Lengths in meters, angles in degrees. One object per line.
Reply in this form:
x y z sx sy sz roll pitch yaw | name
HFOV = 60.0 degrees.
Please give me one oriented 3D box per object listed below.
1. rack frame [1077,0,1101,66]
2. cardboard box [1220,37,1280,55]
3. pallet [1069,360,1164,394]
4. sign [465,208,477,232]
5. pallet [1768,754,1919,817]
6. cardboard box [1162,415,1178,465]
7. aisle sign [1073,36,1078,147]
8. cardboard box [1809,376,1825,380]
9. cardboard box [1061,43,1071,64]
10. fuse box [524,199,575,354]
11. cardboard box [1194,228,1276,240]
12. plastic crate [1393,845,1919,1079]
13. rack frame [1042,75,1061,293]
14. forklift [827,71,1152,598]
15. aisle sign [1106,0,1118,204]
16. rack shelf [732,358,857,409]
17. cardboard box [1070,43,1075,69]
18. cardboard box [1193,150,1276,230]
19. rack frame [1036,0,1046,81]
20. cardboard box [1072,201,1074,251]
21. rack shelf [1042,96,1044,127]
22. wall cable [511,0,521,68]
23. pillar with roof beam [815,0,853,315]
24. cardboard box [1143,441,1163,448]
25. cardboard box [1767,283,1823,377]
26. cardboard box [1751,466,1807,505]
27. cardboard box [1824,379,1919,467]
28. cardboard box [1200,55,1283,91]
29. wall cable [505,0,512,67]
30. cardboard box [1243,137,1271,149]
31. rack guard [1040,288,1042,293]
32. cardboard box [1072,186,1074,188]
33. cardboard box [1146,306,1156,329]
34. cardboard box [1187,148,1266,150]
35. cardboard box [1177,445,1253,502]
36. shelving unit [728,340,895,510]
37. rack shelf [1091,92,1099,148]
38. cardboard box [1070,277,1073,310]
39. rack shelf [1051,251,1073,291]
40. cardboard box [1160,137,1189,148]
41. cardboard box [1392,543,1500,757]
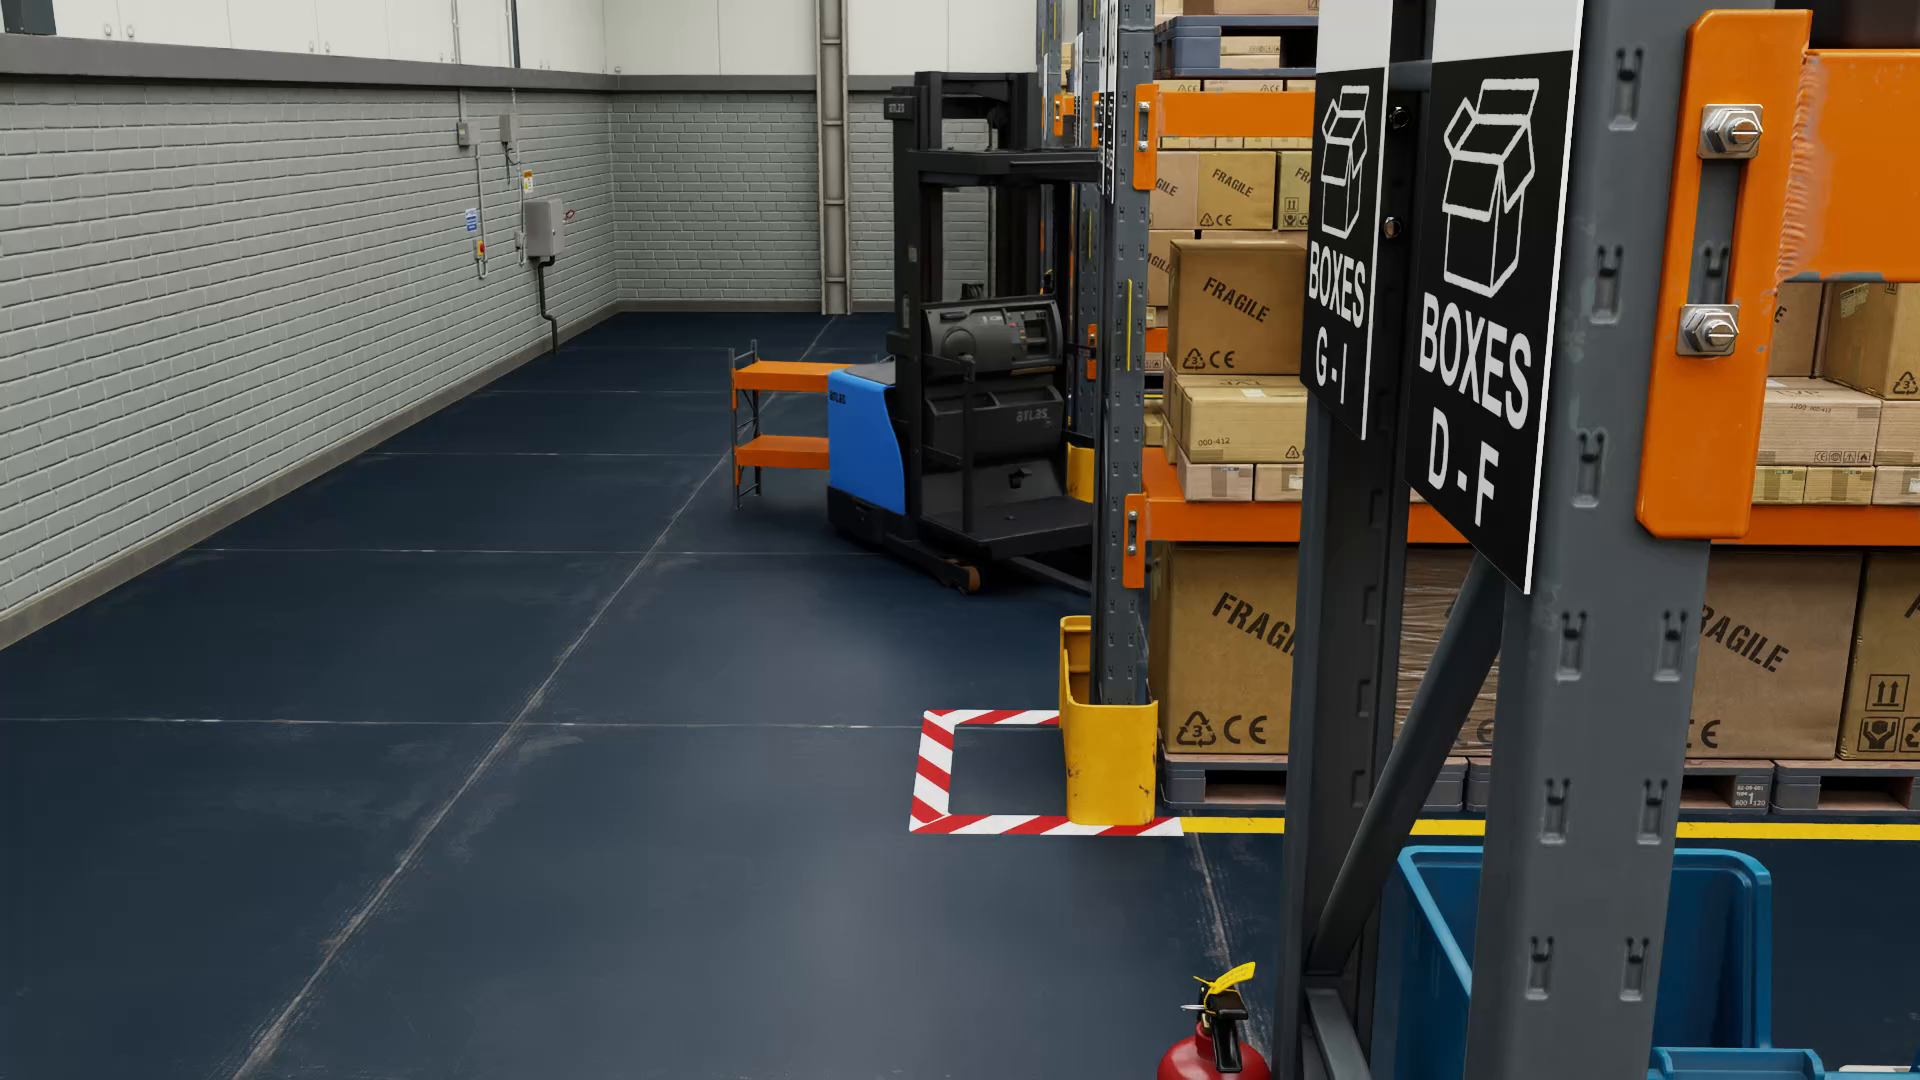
0.866 -4.637 10.774 0.127 3.000 1.000 0 15 1 | rack frame
1.820 -3.283 10.838 0.500 0.250 0.500 0 15 1 | cardboard box
1.693 -1.665 16.738 1.213 0.211 1.003 0 15 1 | pallet
-4.809 -3.148 16.363 0.001 0.218 0.327 0 15 1 | sign
3.879 0.878 7.099 1.213 0.211 1.003 0 15 1 | pallet
1.003 -0.432 7.089 0.250 0.149 0.380 1 15 2 | cardboard box
0.801 -3.070 11.499 0.004 0.787 0.394 0 15 1 | aisle sign
3.677 -0.591 6.912 0.500 0.250 0.500 0 15 1 | cardboard box
1.452 -5.961 20.405 0.500 0.250 0.500 0 15 1 | cardboard box
-4.547 -2.941 18.634 0.414 1.711 0.539 0 15 1 | fuse box
1.843 -1.858 11.222 0.500 0.500 0.500 0 15 2 | cardboard box
0.851 0.700 2.120 0.499 0.435 0.616 0 15 1 | plastic crate
0.891 -2.999 16.326 0.127 3.000 1.000 0 15 1 | rack frame
0.324 -1.238 9.788 1.130 2.935 3.031 -9 17 -31 | forklift
0.559 -1.653 6.128 0.004 0.787 0.394 0 15 1 | aisle sign
-1.020 -1.072 11.552 1.000 0.278 0.538 3 15 12 | rack shelf
1.344 -4.648 15.972 0.500 0.250 0.500 -1 15 -4 | cardboard box
1.813 -2.339 11.087 0.500 0.500 0.500 1 15 3 | cardboard box
1.014 -7.165 20.359 0.127 3.000 1.000 0 15 1 | rack frame
1.380 -3.112 16.558 0.500 0.500 0.500 0 15 2 | cardboard box
3.014 -5.354 20.784 4.000 0.370 1.077 0 15 1 | rack shelf
-4.671 -6.785 18.843 0.133 3.039 2.988 0 15 1 | wall cable
-1.768 -6.315 17.136 0.400 9.000 9.100 0 15 1 | pillar with roof beam
1.383 -0.635 11.550 0.250 0.149 0.380 1 15 4 | cardboard box
3.152 -0.955 6.821 0.500 0.500 0.500 0 15 0 | cardboard box
3.039 -0.251 6.403 0.250 0.149 0.380 0 15 1 | cardboard box
3.671 -0.456 6.397 0.500 0.250 0.500 1 15 3 | cardboard box
1.835 -3.041 10.900 0.500 0.250 0.500 1 15 3 | cardboard box
-4.780 -6.057 16.156 0.029 3.000 2.355 0 15 1 | wall cable
2.788 -3.751 15.748 0.250 0.149 0.380 0 15 0 | cardboard box
1.090 -3.056 21.441 0.348 0.500 1.175 0 15 1 | rack guard
1.481 -4.401 21.351 0.500 0.250 0.500 1 15 3 | cardboard box
1.181 -1.529 11.246 0.250 0.149 0.380 0 15 1 | cardboard box
1.836 -2.469 11.578 0.500 0.500 0.500 0 15 0 | cardboard box
0.985 -0.264 6.452 0.250 0.149 0.380 1 15 2 | cardboard box
-1.020 -0.789 11.627 1.048 1.125 0.538 3 15 12 | shelving unit
2.865 -2.825 11.199 4.000 0.370 1.077 0 15 1 | rack shelf
1.623 -3.233 21.283 0.637 0.503 0.797 0 15 -1 | cardboard box
2.891 -2.638 16.369 4.000 0.370 1.077 0 15 1 | rack shelf
2.023 -3.760 15.783 0.250 0.149 0.380 0 15 0 | cardboard box
2.190 0.342 7.004 0.875 0.875 0.875 0 15 1 | cardboard box
